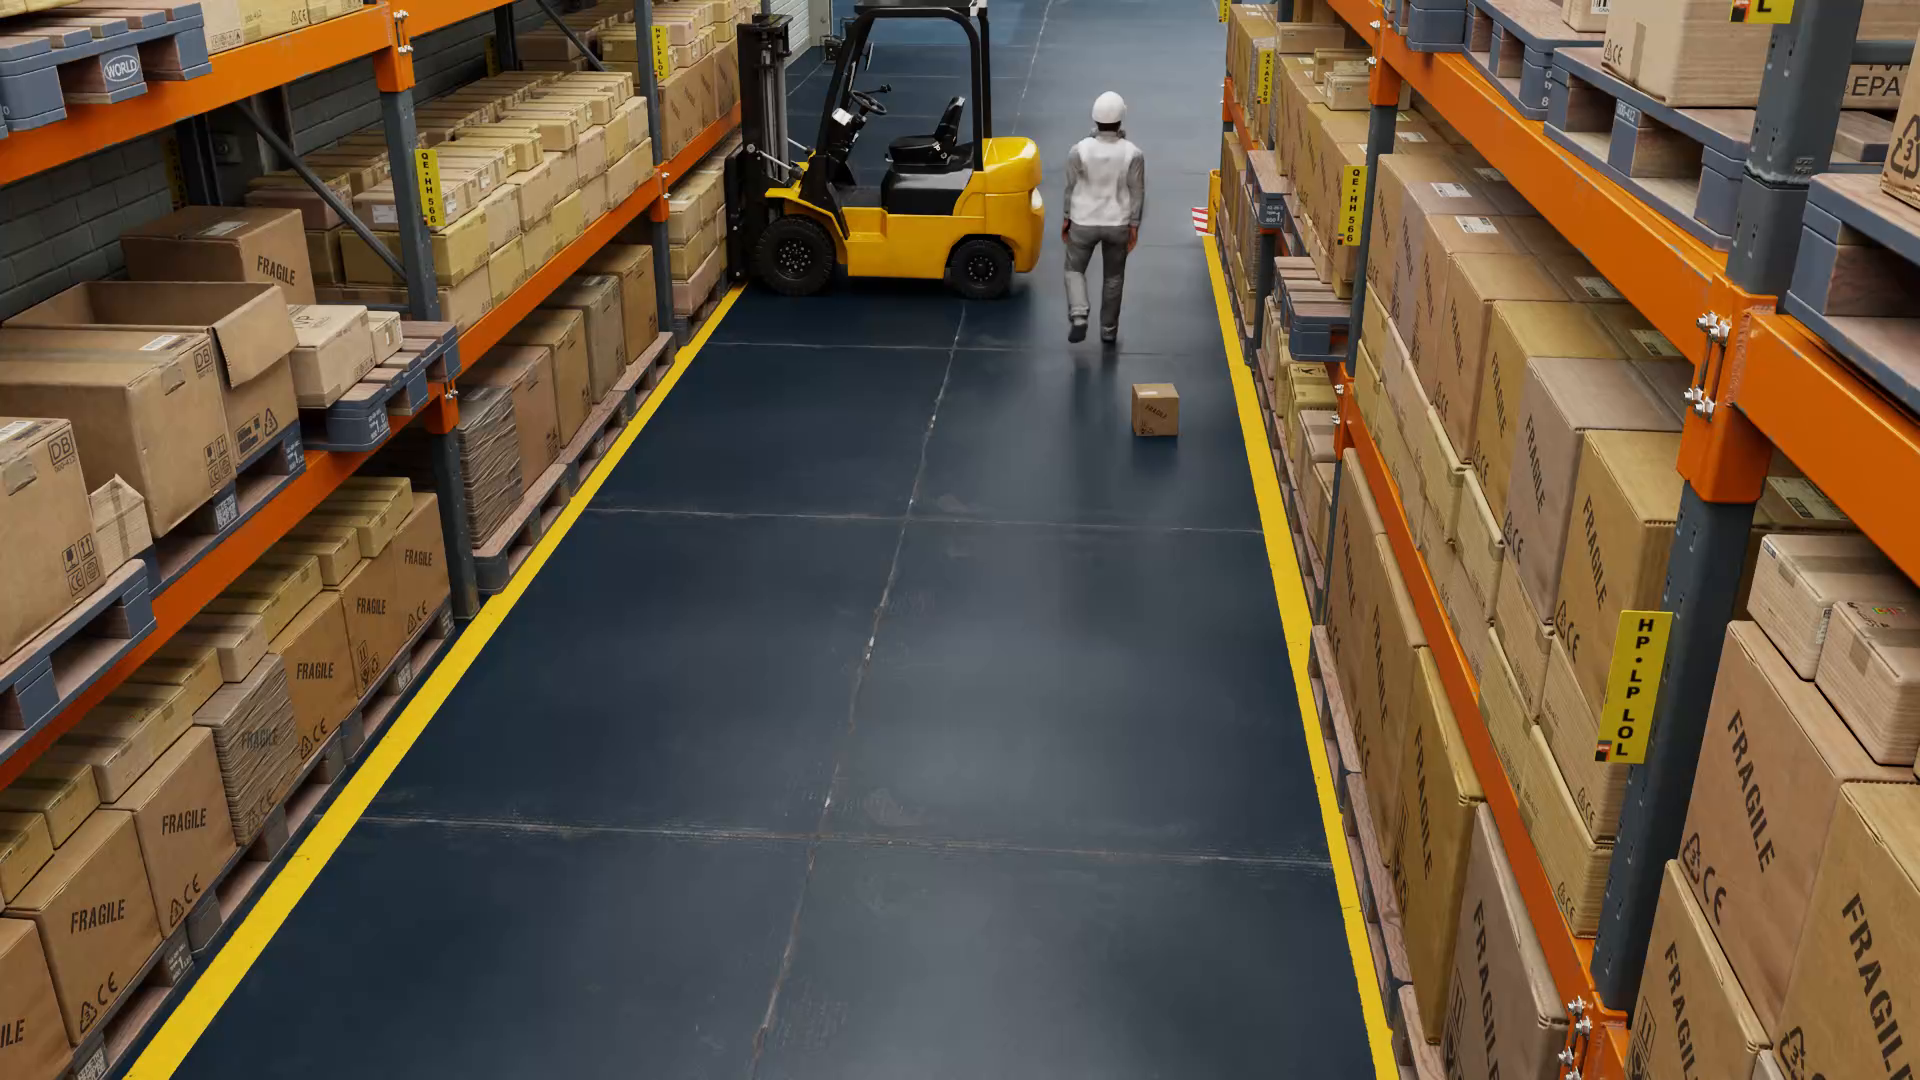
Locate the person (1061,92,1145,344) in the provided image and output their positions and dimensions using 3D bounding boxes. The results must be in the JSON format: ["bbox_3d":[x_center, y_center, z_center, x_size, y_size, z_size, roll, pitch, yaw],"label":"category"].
[{"bbox_3d":[0.968,-2.181,11.360,0.549,1.756,0.741,0,24,0],"label":"person"}]
